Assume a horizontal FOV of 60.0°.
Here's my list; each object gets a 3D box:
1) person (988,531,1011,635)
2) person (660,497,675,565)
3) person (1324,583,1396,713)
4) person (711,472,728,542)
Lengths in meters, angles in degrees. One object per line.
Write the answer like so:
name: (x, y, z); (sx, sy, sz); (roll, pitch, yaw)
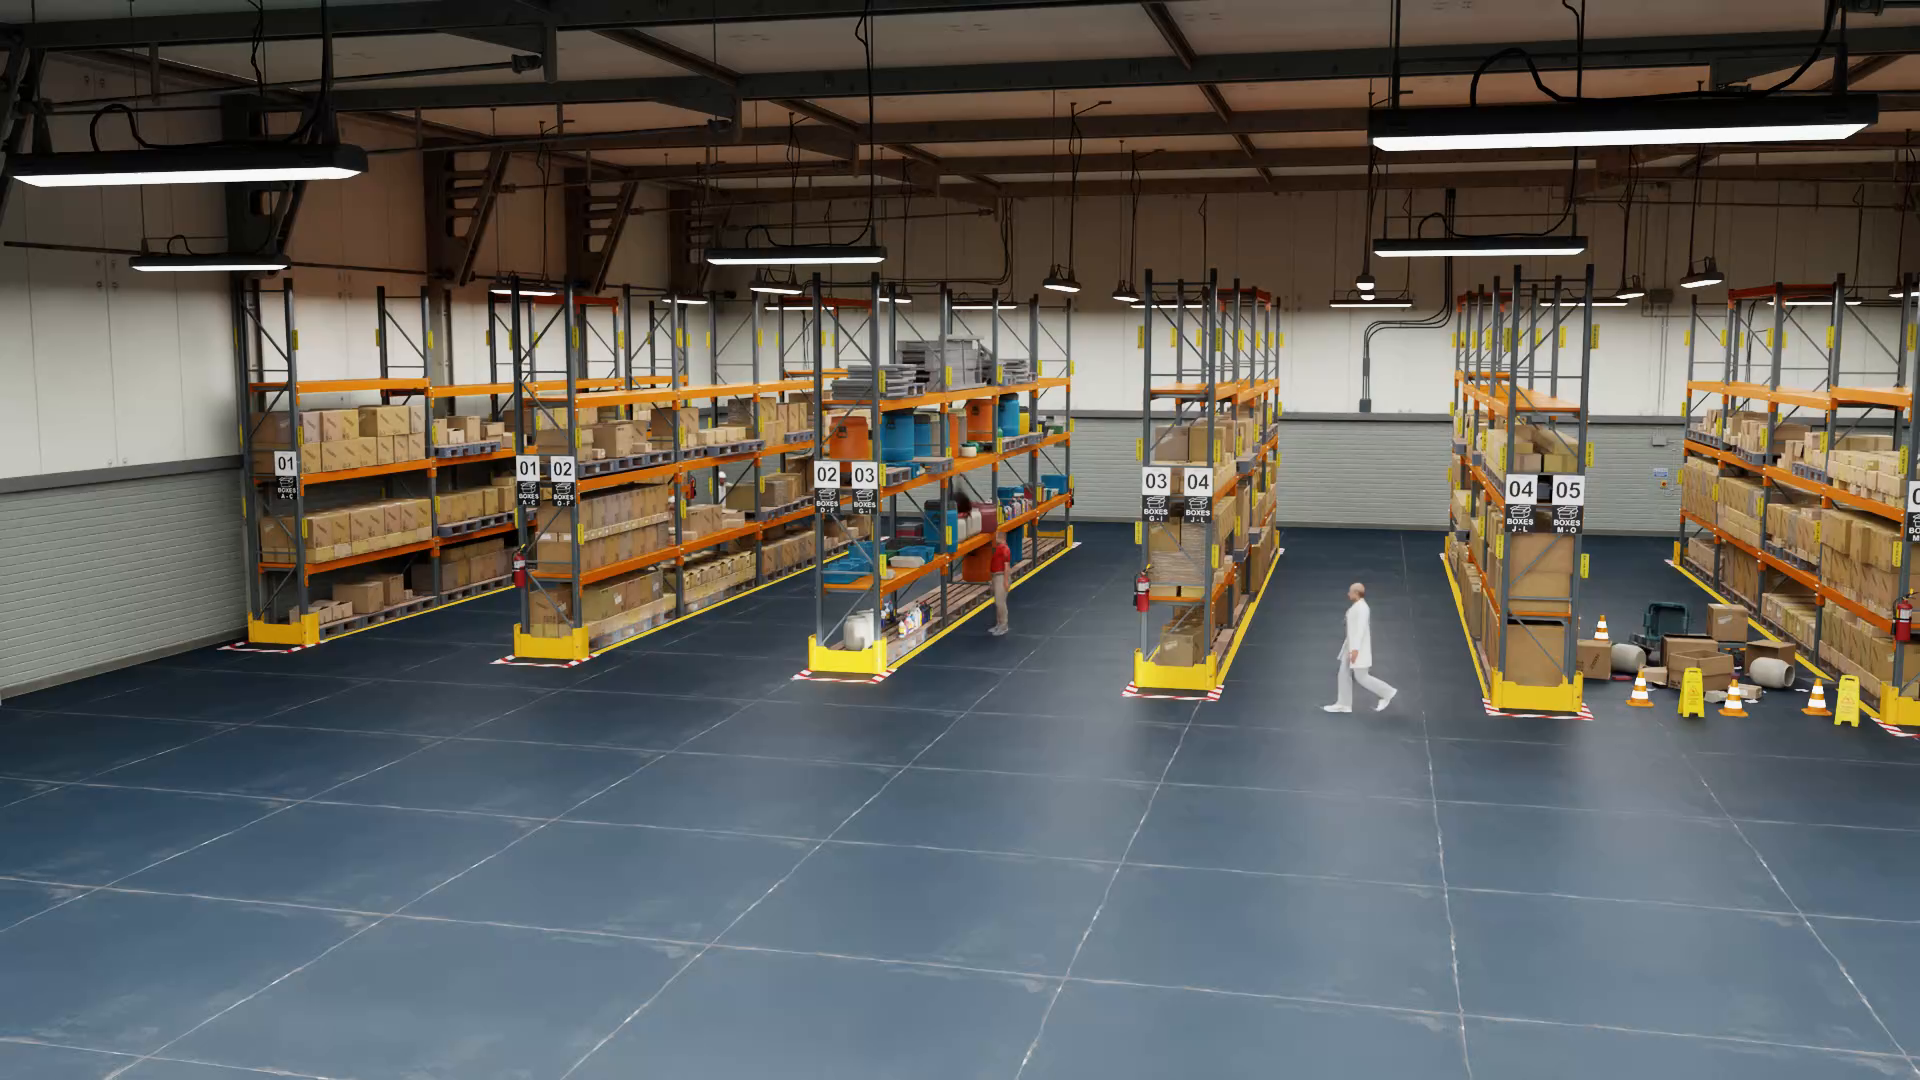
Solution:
person: (0.681, 0.734, 28.595); (0.387, 1.770, 0.624); (-1, 7, -8)
person: (-6.069, -0.018, 34.993); (0.774, 1.807, 0.877); (2, 7, 15)
person: (5.383, 1.453, 22.299); (0.908, 1.766, 0.526); (-1, 7, -12)
person: (-5.965, -0.850, 41.553); (0.522, 1.714, 1.015); (1, 7, 12)
